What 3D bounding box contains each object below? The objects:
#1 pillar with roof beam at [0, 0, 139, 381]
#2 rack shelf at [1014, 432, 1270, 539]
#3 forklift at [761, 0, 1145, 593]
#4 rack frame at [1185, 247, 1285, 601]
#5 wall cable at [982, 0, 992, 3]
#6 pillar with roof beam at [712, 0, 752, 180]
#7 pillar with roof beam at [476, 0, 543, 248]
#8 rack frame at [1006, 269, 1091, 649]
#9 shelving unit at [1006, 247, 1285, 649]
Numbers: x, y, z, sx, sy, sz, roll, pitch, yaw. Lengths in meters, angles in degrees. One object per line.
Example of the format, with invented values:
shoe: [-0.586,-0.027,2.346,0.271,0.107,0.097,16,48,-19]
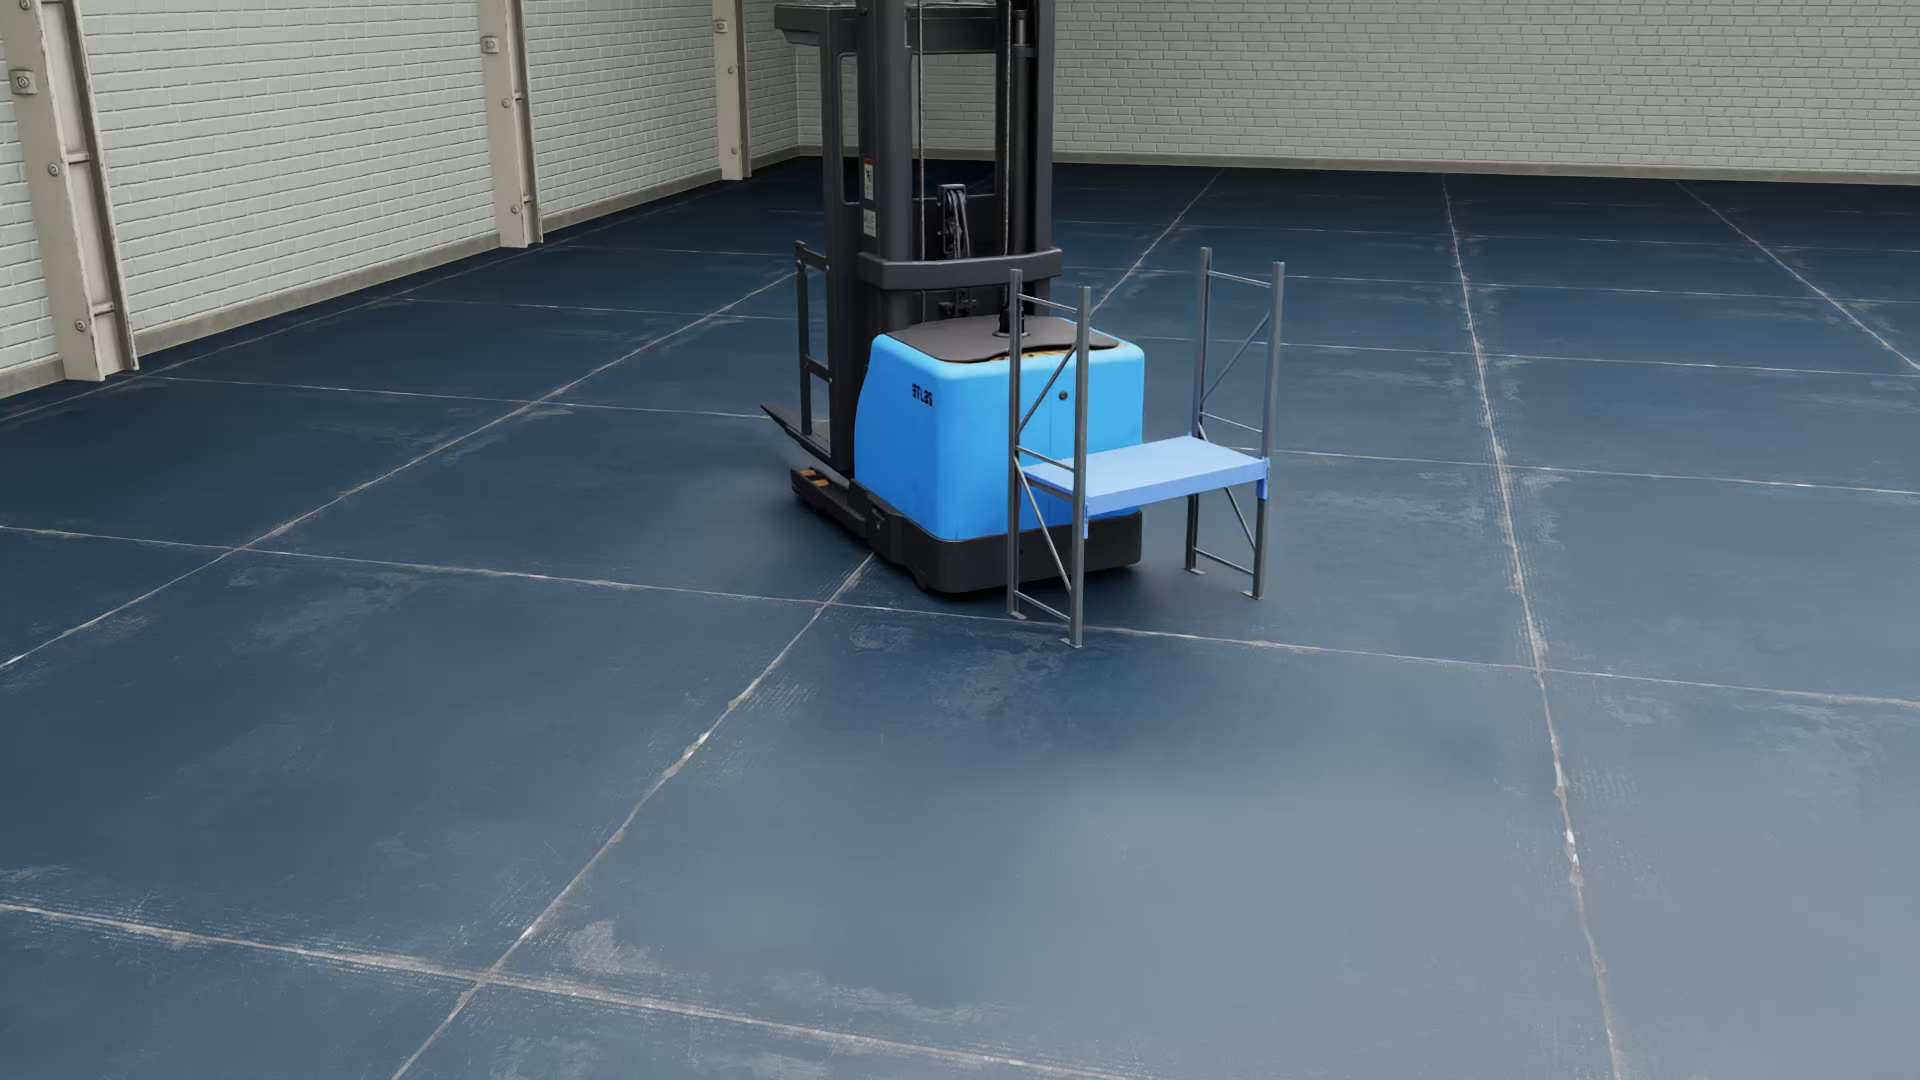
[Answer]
pillar with roof beam: [-1.804,-5.077,9.129,9.100,9.000,0.400,5,19,13]
rack shelf: [0.778,-0.248,7.150,1.000,0.185,0.538,-12,22,-31]
forklift: [-0.240,-1.590,8.309,1.130,2.935,3.031,-9,21,-24]
rack frame: [1.203,-0.508,7.356,0.032,1.500,0.500,-12,22,-31]
wall cable: [-1.044,-8.527,24.035,3.097,2.526,0.112,5,19,13]
pillar with roof beam: [1.128,-8.838,20.141,9.100,9.000,0.400,5,19,13]
pillar with roof beam: [-0.338,-6.957,14.635,9.100,9.000,0.400,5,19,13]
rack frame: [0.353,-0.328,6.827,0.032,1.500,0.500,-12,22,-31]
shelving unit: [0.778,-0.418,7.091,1.048,1.500,0.538,-12,22,-31]
